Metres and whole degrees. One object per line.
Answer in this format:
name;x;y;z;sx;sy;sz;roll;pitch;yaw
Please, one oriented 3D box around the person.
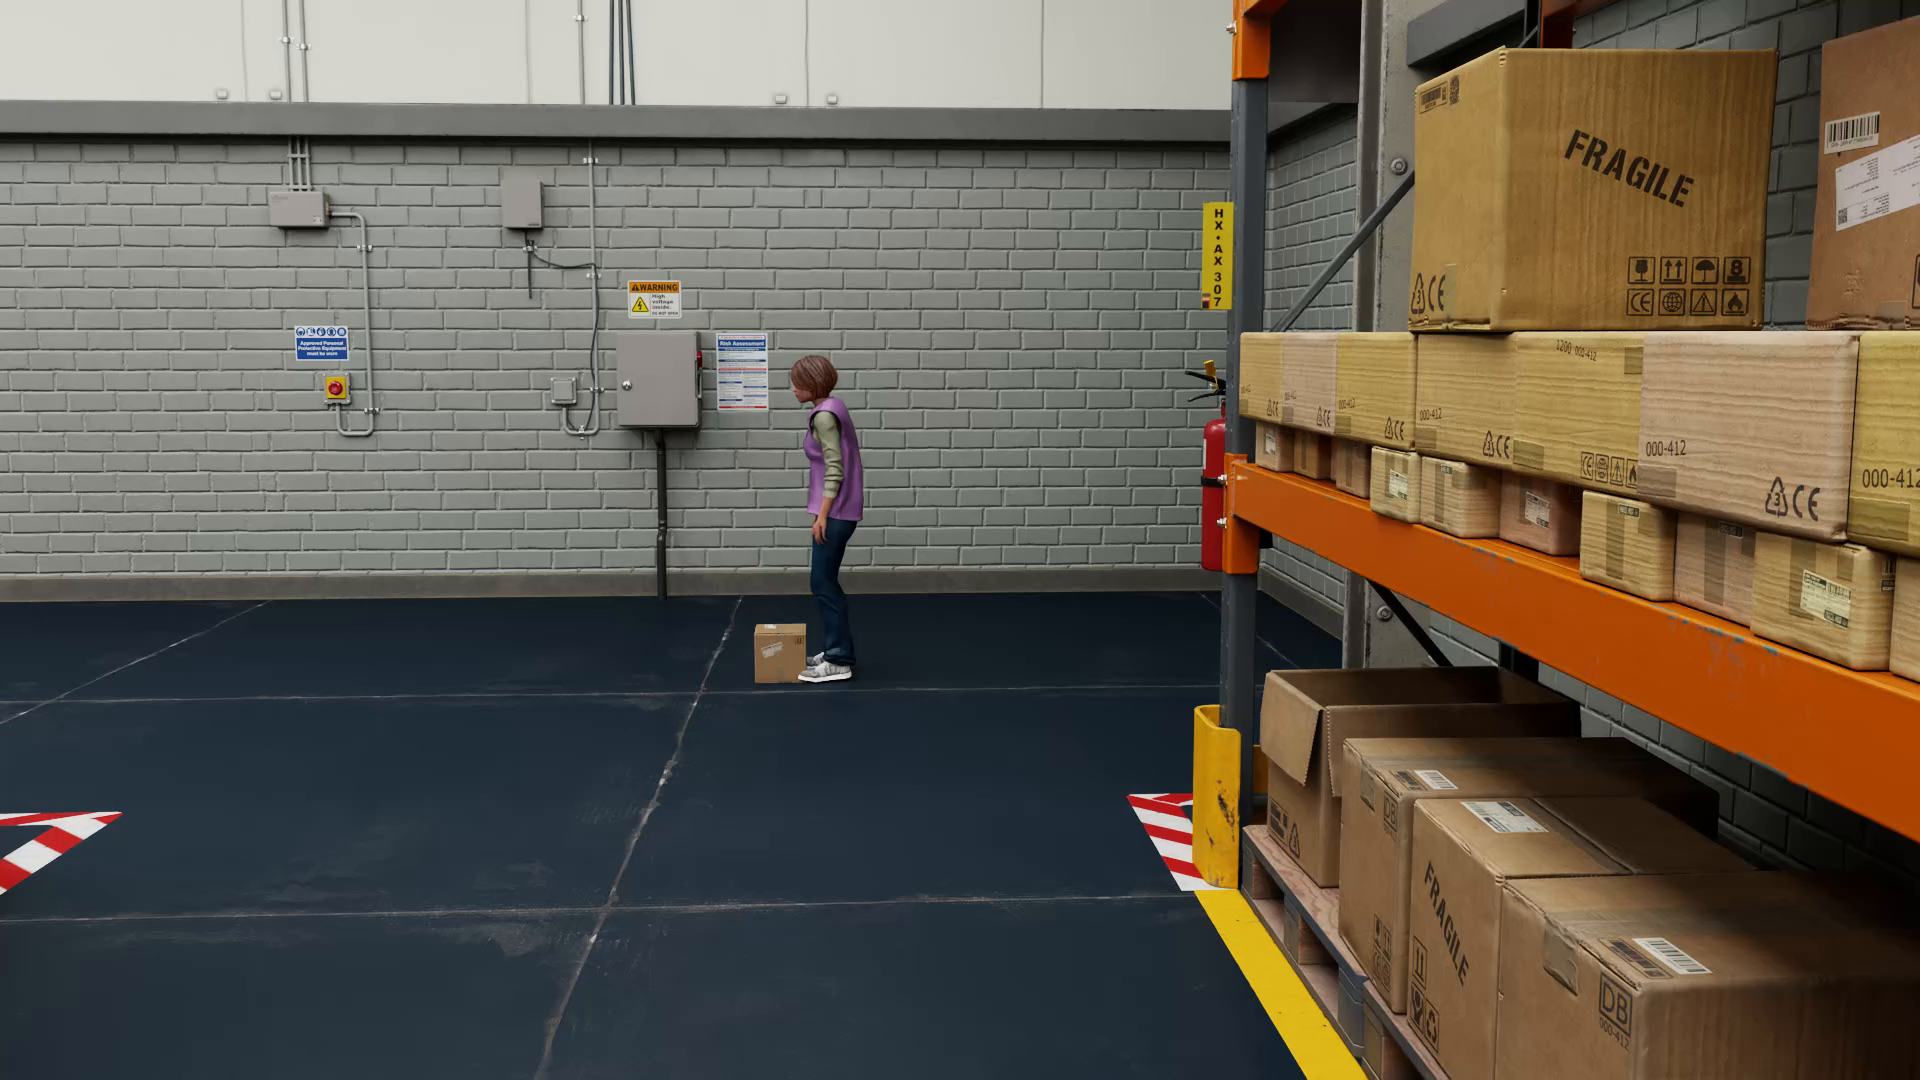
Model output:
person;-0.648;-0.103;8.181;0.347;1.581;0.465;-1;7;-4
